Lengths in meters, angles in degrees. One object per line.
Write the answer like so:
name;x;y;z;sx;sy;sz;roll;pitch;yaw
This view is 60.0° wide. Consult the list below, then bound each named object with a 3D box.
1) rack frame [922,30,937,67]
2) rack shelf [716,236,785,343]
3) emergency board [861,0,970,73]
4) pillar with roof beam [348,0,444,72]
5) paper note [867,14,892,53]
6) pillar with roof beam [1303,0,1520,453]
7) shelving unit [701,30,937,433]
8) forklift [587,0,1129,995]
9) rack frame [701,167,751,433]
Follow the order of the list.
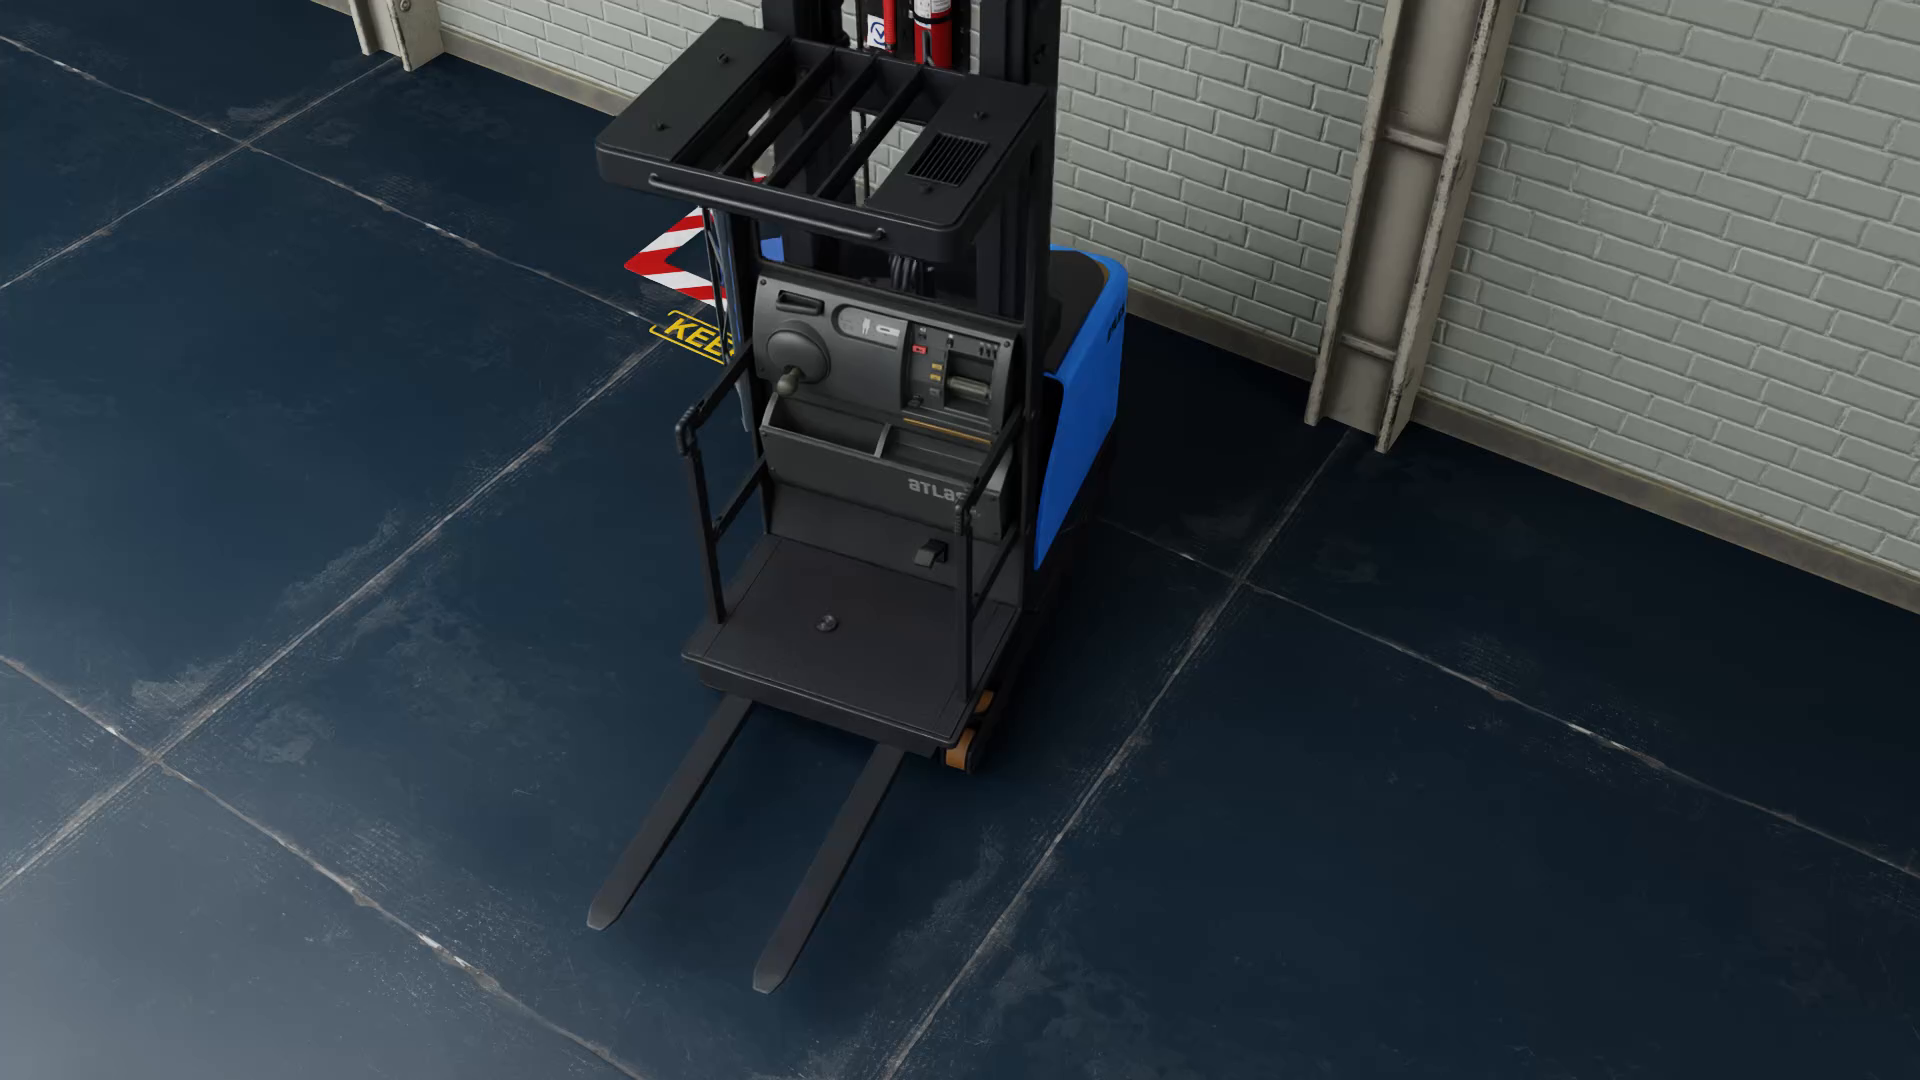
rack frame;-0.054;-1.414;7.275;0.032;1.500;0.500;-13;42;-12
rack shelf;-0.535;-1.171;7.288;1.000;0.185;0.538;-13;42;-12
emergency board;-0.265;-2.574;7.382;0.643;1.169;0.194;25;51;22
pillar with roof beam;-5.580;-3.409;4.010;0.400;9.000;9.100;25;51;22
paper note;-0.376;-2.377;7.805;0.142;0.148;0.016;25;51;22
pillar with roof beam;-0.529;-1.086;1.753;0.400;9.000;9.100;25;51;22
shelving unit;-0.540;-1.306;7.170;1.048;1.500;0.538;-13;42;-12
forklift;-0.344;-0.523;5.436;1.130;2.935;3.031;16;48;15
rack frame;-1.025;-1.198;7.065;0.032;1.500;0.500;-13;42;-12
